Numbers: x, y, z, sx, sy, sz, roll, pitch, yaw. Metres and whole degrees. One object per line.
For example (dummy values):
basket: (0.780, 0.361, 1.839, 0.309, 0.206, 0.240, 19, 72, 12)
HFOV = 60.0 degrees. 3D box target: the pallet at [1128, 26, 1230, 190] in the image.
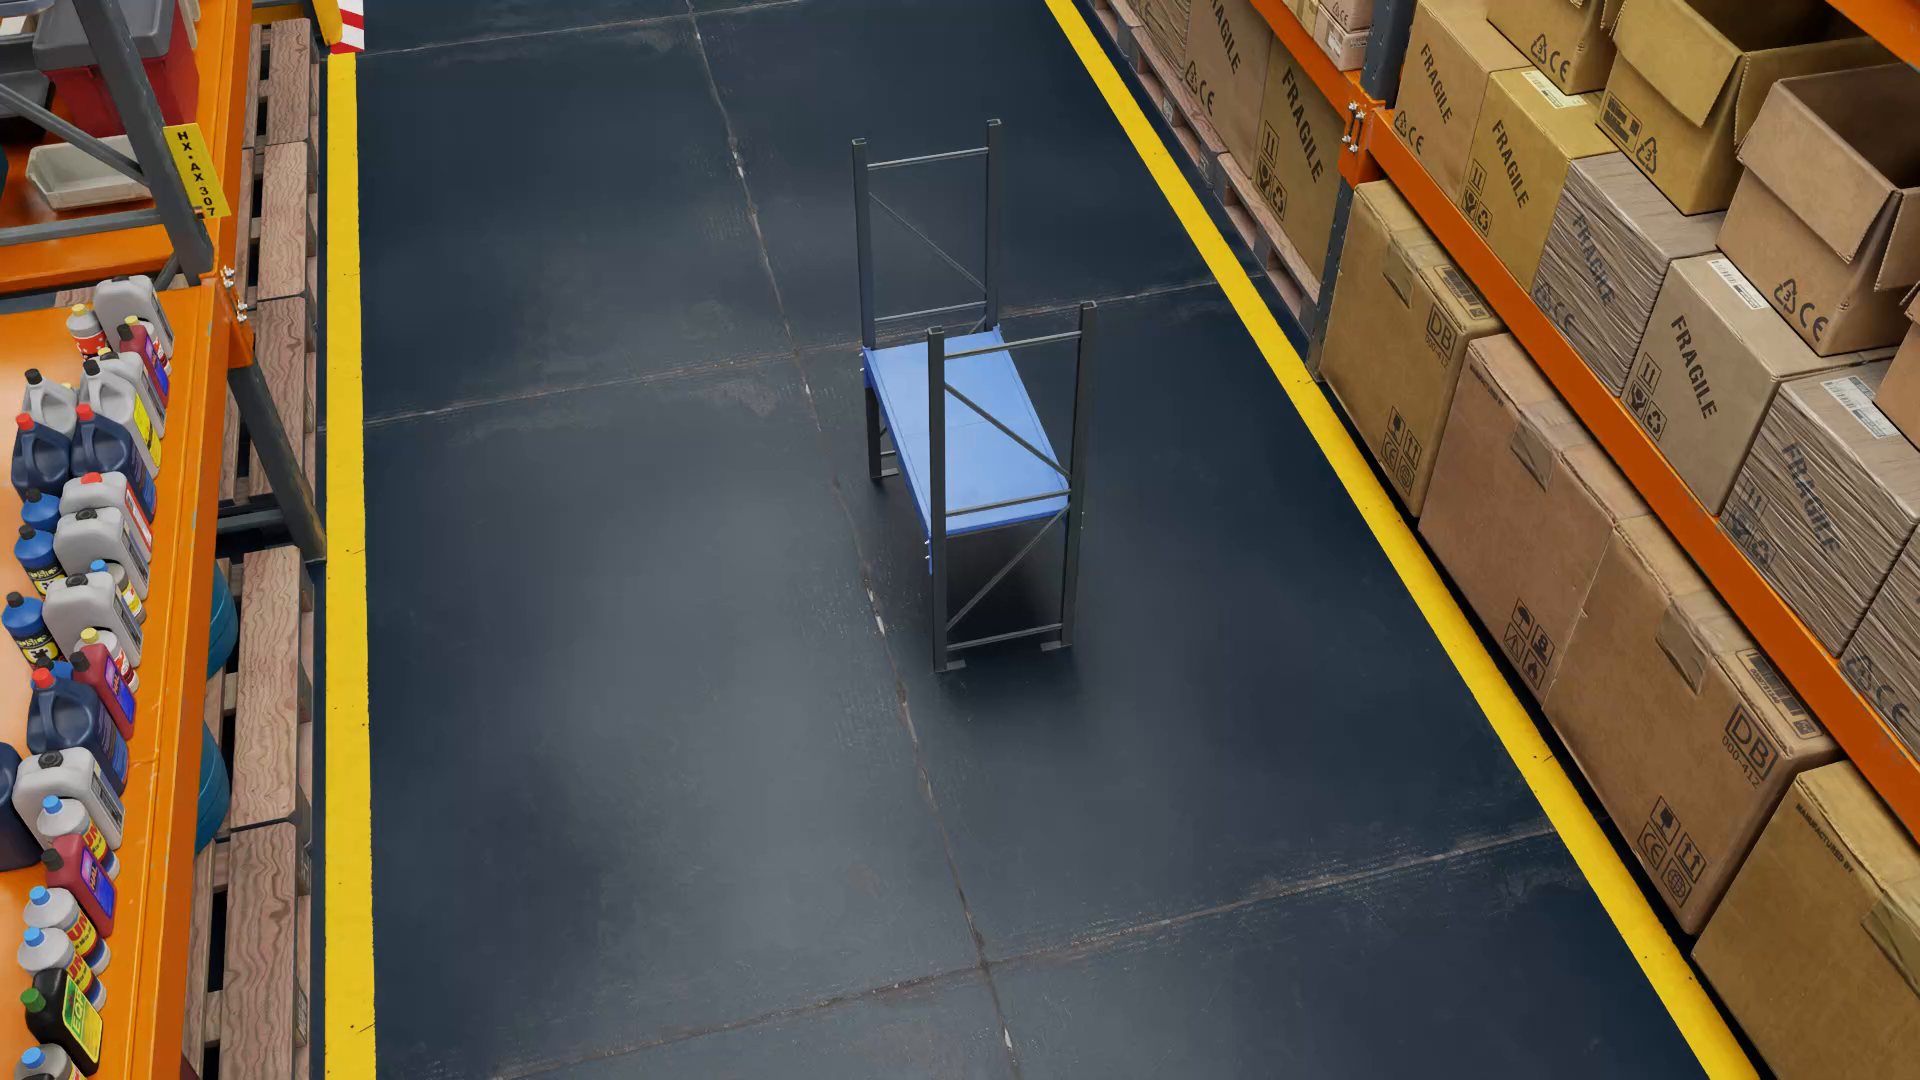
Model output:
pallet: (1.506, -2.233, 8.290, 1.003, 0.211, 1.213, -11, 47, -10)

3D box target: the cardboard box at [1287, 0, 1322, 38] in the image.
cardboard box: (1.480, -2.066, 6.351, 0.380, 0.149, 0.250, -10, 46, -10)

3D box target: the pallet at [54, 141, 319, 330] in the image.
pallet: (-3.389, -1.289, 7.365, 1.003, 0.211, 1.213, -11, 47, -10)

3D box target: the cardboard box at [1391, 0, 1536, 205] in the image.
cardboard box: (1.817, -1.497, 5.547, 0.500, 0.500, 0.500, -11, 47, -10)

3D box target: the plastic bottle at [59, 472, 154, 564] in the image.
plastic bottle: (-2.211, -0.063, 4.299, 0.152, 0.276, 0.135, -11, 47, -10)

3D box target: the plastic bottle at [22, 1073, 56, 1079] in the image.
plastic bottle: (-1.730, 1.104, 3.149, 0.061, 0.283, 0.133, -11, 47, -10)

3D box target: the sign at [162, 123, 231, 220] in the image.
sign: (-2.315, -1.116, 5.050, 0.100, 0.325, 0.005, -11, 47, -10)

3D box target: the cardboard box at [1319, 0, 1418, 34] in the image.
cardboard box: (1.574, -2.134, 6.138, 0.500, 0.250, 0.500, -12, 47, -11)

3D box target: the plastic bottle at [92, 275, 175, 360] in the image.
plastic bottle: (-2.434, -0.664, 4.887, 0.152, 0.276, 0.135, -11, 47, -10)

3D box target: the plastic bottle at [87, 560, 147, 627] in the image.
plastic bottle: (-2.121, 0.131, 4.161, 0.097, 0.201, 0.097, 0, 46, 0)

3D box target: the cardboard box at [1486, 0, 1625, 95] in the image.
cardboard box: (2.112, -1.772, 5.114, 0.797, 0.503, 0.637, -12, 47, -11)

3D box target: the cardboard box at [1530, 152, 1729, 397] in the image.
cardboard box: (2.074, -0.805, 4.869, 0.500, 0.500, 0.500, -12, 47, -11)

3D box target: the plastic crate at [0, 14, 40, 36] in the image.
plastic crate: (-3.584, -1.996, 6.249, 0.293, 0.136, 0.466, -11, 47, -10)

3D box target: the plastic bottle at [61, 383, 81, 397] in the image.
plastic bottle: (-2.456, -0.350, 4.632, 0.097, 0.201, 0.097, 0, 46, 0)

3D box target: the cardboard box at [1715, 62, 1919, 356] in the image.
cardboard box: (2.451, -0.870, 4.230, 0.797, 0.503, 0.637, -9, 46, -9)

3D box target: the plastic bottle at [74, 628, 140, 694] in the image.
plastic bottle: (-2.061, 0.291, 4.004, 0.097, 0.201, 0.097, 0, 46, 0)

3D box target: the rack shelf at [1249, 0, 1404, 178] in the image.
rack shelf: (1.429, -2.955, 7.549, 1.077, 0.370, 4.000, -11, 47, -10)

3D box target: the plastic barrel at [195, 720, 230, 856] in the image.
plastic barrel: (-2.543, 0.535, 4.801, 0.600, 0.901, 0.708, -11, 47, -10)

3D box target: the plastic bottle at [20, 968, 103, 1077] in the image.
plastic bottle: (-1.789, 0.945, 3.305, 0.061, 0.283, 0.133, -11, 47, -10)

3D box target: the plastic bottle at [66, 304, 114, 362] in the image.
plastic bottle: (-2.550, -0.602, 4.879, 0.097, 0.201, 0.097, 0, 46, 0)

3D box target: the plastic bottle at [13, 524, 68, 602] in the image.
plastic bottle: (-2.293, 0.067, 4.174, 0.097, 0.271, 0.097, 0, 46, 0)

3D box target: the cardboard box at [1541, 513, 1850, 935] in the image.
cardboard box: (2.587, 0.436, 4.917, 1.225, 0.875, 0.875, -11, 47, -10)

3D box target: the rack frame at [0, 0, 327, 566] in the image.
rack frame: (-2.847, -0.920, 5.051, 1.000, 3.000, 0.127, -11, 47, -10)

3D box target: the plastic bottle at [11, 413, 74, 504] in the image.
plastic bottle: (-2.388, -0.174, 4.355, 0.144, 0.351, 0.185, -11, 47, -10)

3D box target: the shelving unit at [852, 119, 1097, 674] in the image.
shelving unit: (0.022, -0.466, 5.657, 0.538, 1.500, 1.048, -11, 47, -10)

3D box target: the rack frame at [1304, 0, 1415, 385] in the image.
rack frame: (1.941, -1.826, 5.939, 1.000, 3.000, 0.127, -11, 47, -10)

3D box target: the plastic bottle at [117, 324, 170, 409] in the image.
plastic bottle: (-2.330, -0.515, 4.736, 0.061, 0.283, 0.133, -11, 47, -10)

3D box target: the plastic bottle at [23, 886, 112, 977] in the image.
plastic bottle: (-1.861, 0.806, 3.450, 0.097, 0.271, 0.097, 0, 46, 0)

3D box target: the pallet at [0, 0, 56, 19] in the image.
pallet: (-2.552, -1.381, 3.535, 1.213, 0.211, 1.003, -11, 47, -10)

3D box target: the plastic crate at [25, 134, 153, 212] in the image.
plastic crate: (-2.828, -1.196, 5.465, 0.396, 0.136, 0.243, -11, 47, -10)

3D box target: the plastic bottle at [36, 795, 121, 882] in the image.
plastic bottle: (-1.920, 0.646, 3.606, 0.097, 0.271, 0.097, 0, 46, 0)

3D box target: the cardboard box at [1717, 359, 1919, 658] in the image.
cardboard box: (2.341, -0.098, 4.175, 0.500, 0.500, 0.500, -12, 47, -12)

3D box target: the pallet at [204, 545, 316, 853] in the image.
pallet: (-2.690, 0.596, 5.518, 1.003, 0.211, 1.213, -11, 47, -10)

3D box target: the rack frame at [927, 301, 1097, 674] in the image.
rack frame: (0.152, -0.115, 5.313, 0.500, 1.500, 0.032, -11, 47, -10)

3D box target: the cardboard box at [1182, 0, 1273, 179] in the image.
cardboard box: (1.619, -2.321, 7.618, 0.875, 0.875, 0.875, -11, 47, -10)

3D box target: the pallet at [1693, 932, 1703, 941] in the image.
pallet: (2.836, 1.354, 4.775, 1.003, 0.211, 1.213, -11, 47, -10)

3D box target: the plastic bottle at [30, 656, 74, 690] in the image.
plastic bottle: (-2.086, 0.370, 3.878, 0.097, 0.271, 0.097, 0, 46, 0)

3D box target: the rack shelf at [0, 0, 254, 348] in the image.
rack shelf: (-3.359, -2.049, 6.662, 1.077, 0.370, 4.000, -11, 47, -10)

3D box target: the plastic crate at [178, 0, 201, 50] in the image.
plastic crate: (-3.060, -1.988, 6.139, 0.437, 0.282, 0.530, -11, 47, -10)

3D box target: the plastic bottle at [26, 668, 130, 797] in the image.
plastic bottle: (-2.014, 0.432, 3.760, 0.144, 0.351, 0.185, -11, 47, -10)

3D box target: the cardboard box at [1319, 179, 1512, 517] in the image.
cardboard box: (2.124, -0.791, 6.118, 1.225, 0.875, 0.875, -11, 47, -10)

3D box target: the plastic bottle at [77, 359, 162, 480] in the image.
plastic bottle: (-2.296, -0.328, 4.506, 0.144, 0.351, 0.185, -11, 47, -10)
